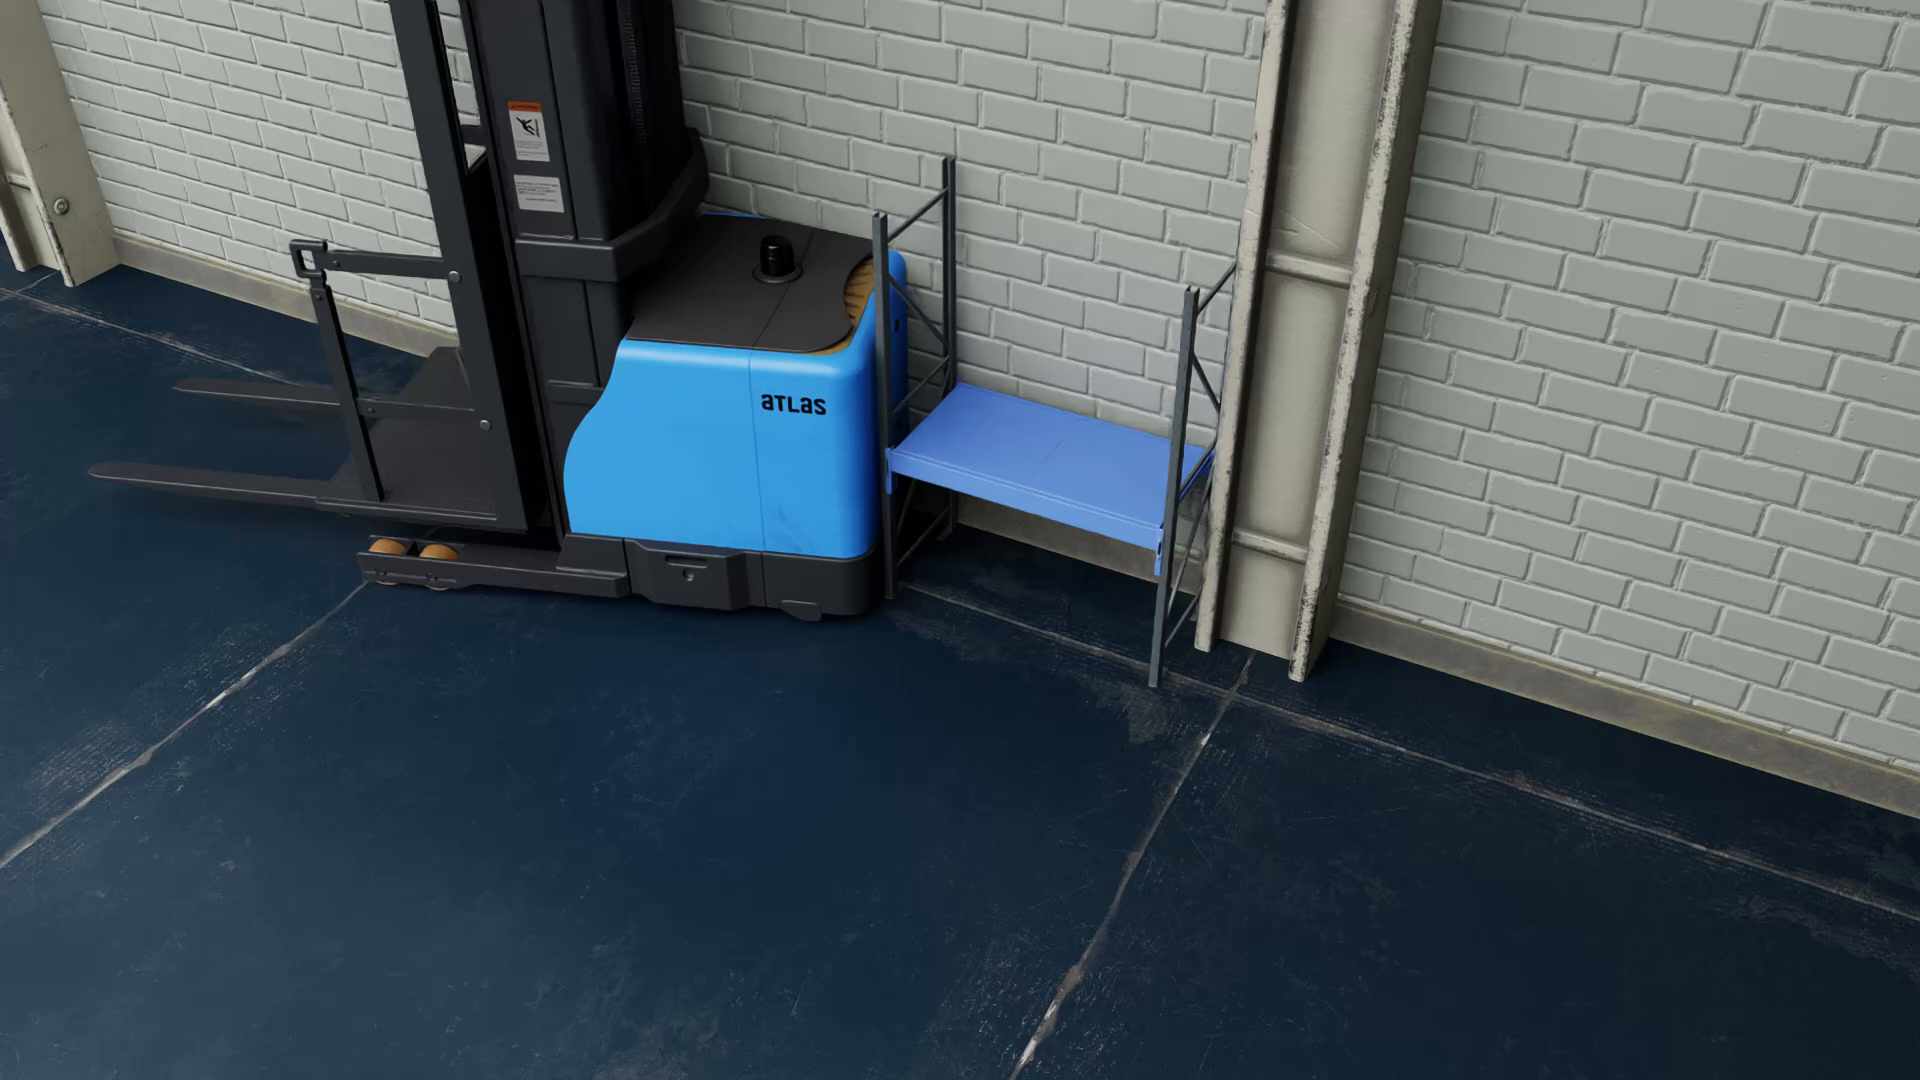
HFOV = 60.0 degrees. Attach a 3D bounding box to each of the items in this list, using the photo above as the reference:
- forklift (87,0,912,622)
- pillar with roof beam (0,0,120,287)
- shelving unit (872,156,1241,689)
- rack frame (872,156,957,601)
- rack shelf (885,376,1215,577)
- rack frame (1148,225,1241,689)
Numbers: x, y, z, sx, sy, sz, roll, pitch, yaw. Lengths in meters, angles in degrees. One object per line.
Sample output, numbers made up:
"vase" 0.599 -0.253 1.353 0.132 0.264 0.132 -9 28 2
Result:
"forklift" -1.716 -1.294 5.531 3.031 2.935 1.130 5 38 7
"pillar with roof beam" -6.252 -2.596 2.228 0.400 9.000 9.100 17 41 21
"shelving unit" 0.310 -0.376 5.505 1.048 1.500 0.538 17 41 21
"rack frame" -0.141 -0.517 5.691 0.032 1.500 0.500 17 41 21
"rack shelf" 0.310 -0.233 5.613 1.000 0.185 0.538 17 41 21
"rack frame" 0.762 -0.235 5.318 0.032 1.500 0.500 17 41 21
